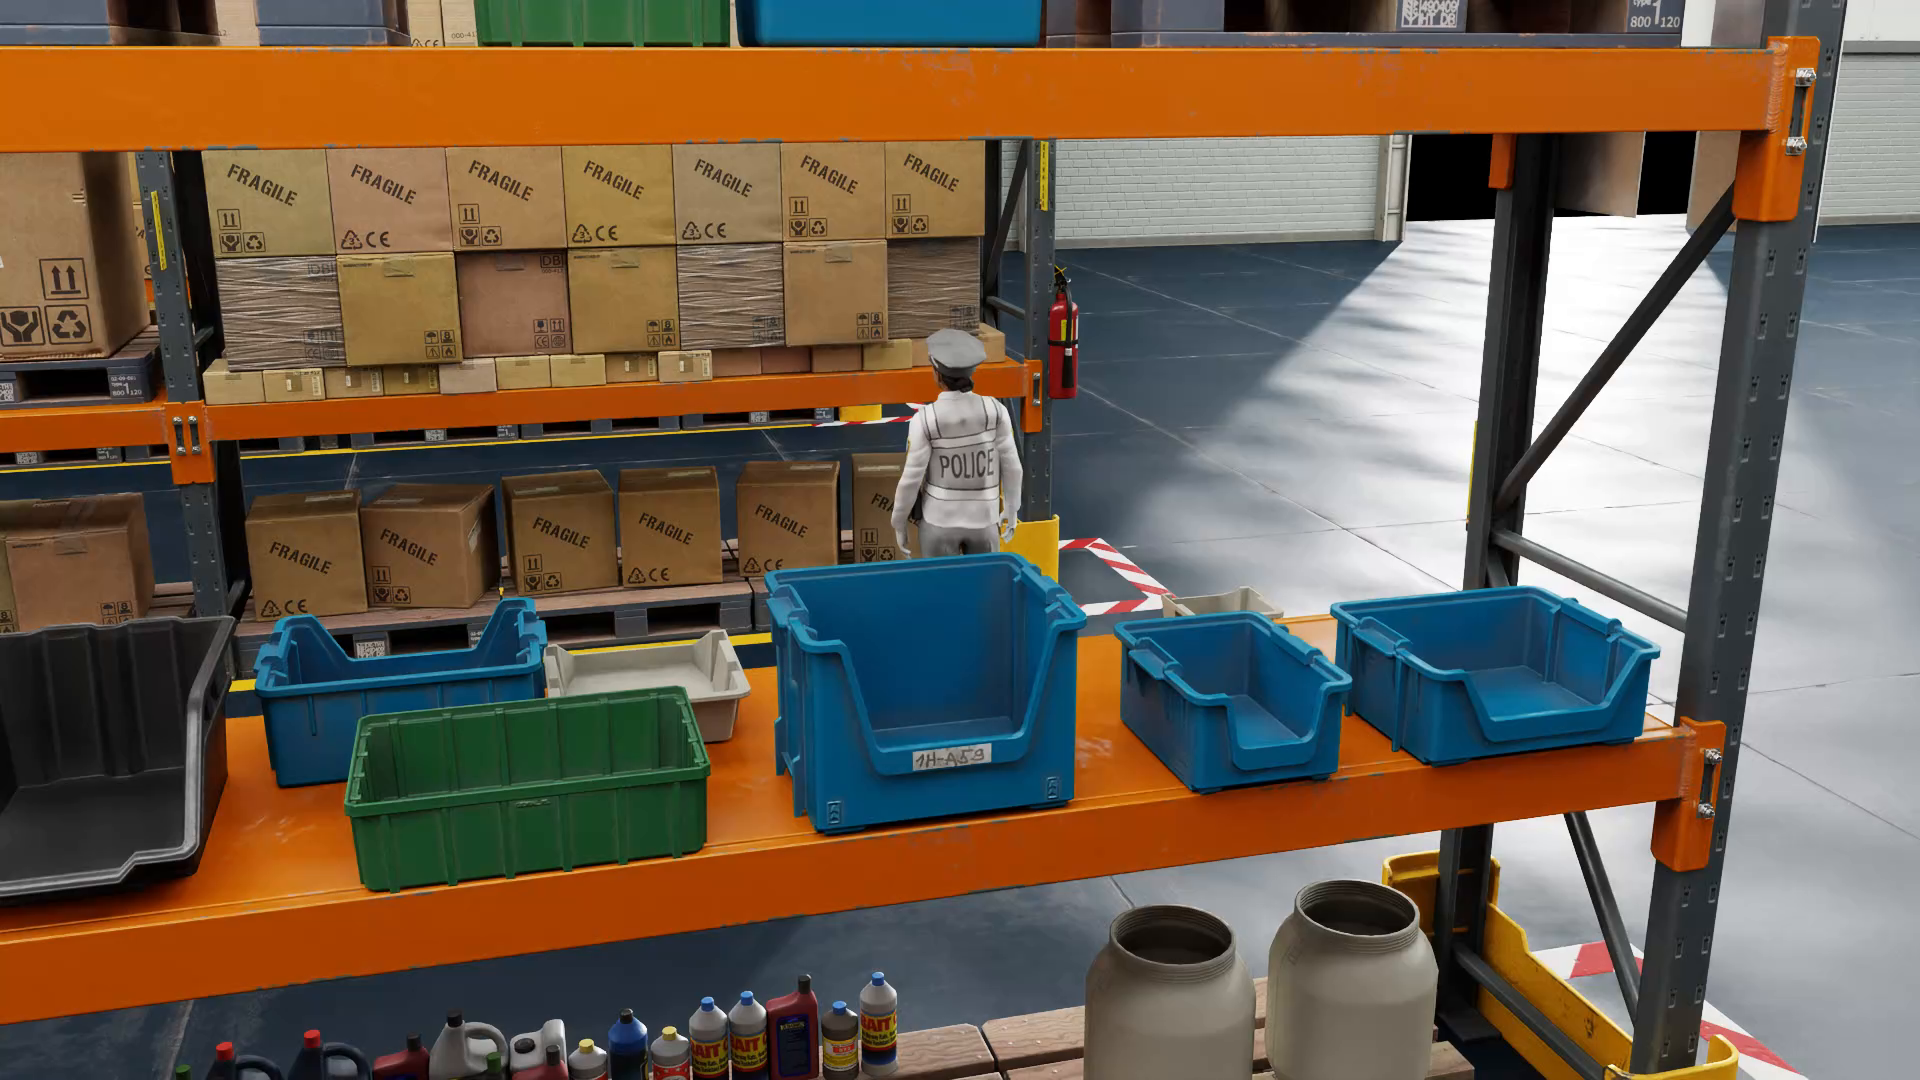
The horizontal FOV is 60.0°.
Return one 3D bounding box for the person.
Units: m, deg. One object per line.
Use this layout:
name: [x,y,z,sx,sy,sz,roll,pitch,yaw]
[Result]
person: [-0.024,-0.088,7.246,0.587,1.695,0.531,-4,17,-15]
